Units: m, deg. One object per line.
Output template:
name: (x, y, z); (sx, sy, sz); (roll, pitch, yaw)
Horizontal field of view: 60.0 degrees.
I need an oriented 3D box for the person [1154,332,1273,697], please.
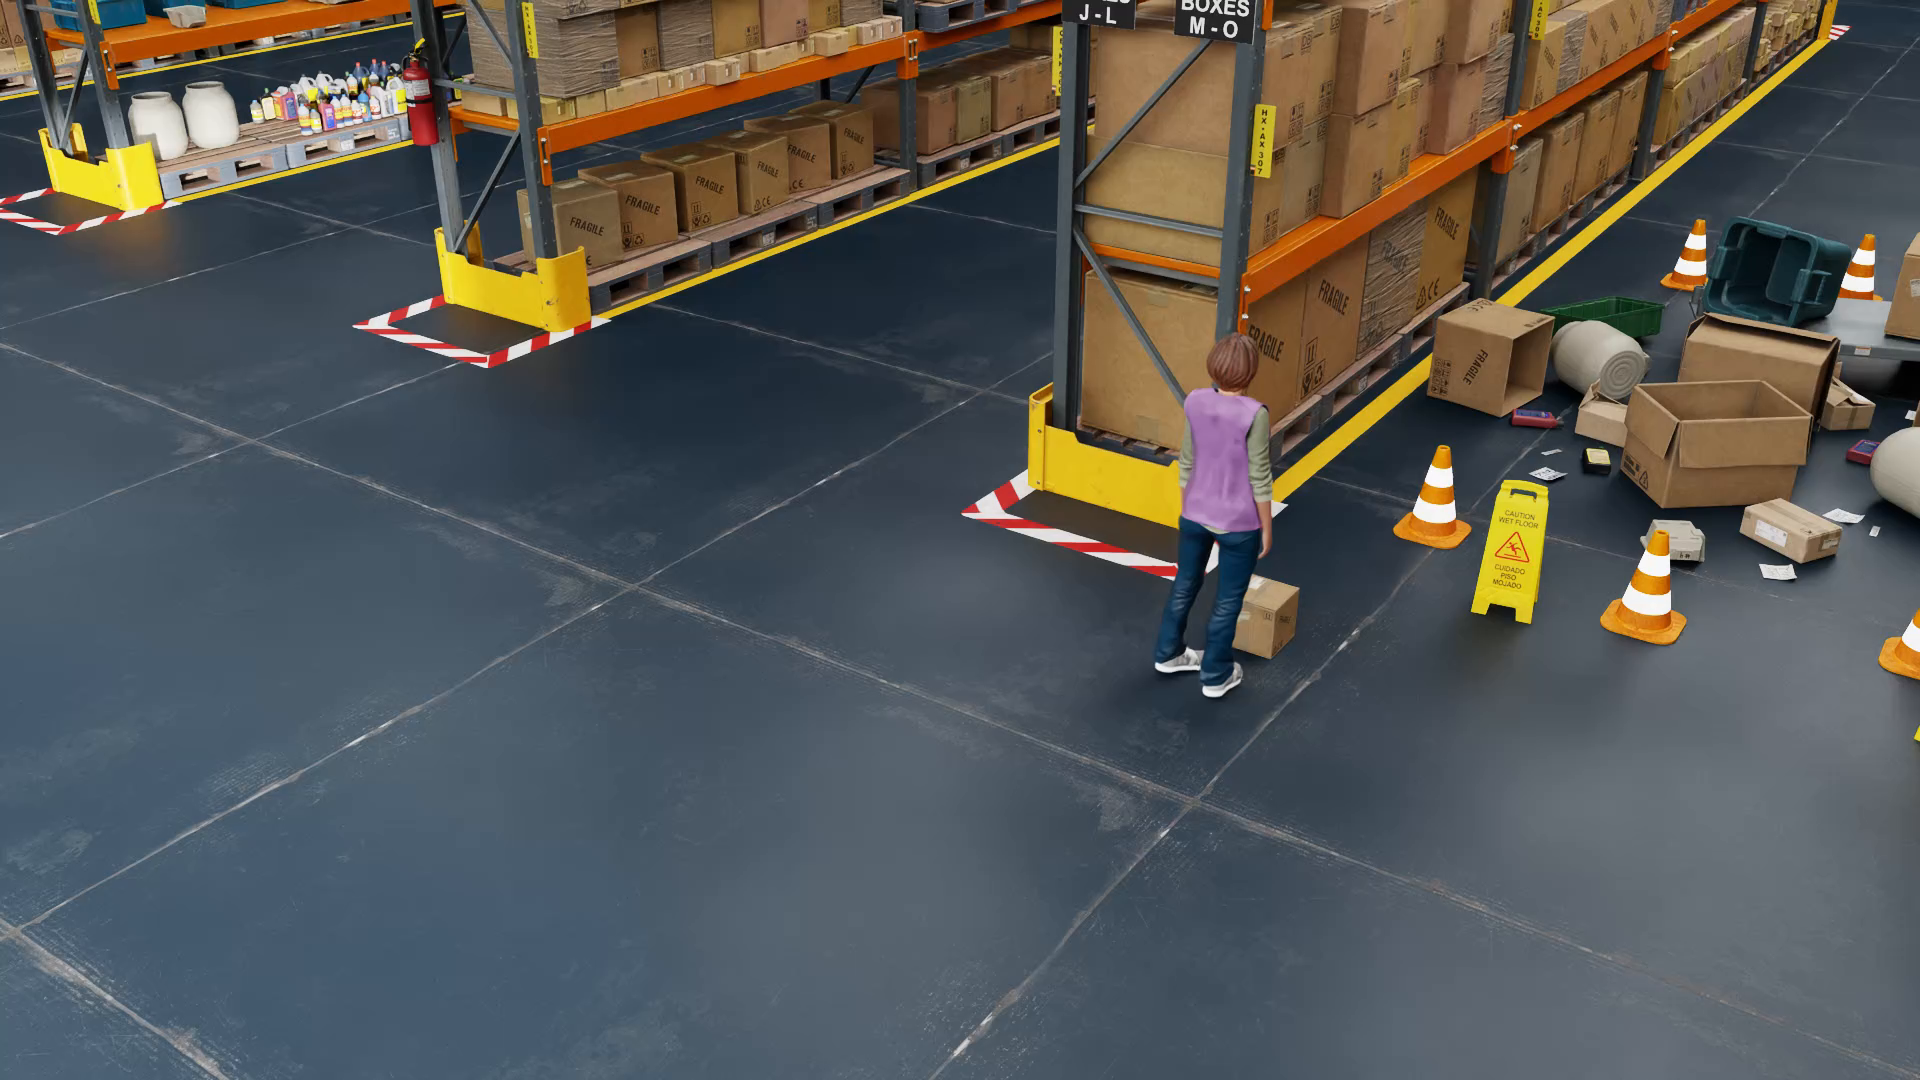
person: (1.063, -0.093, 6.791); (0.477, 1.601, 0.327); (21, 34, 34)
